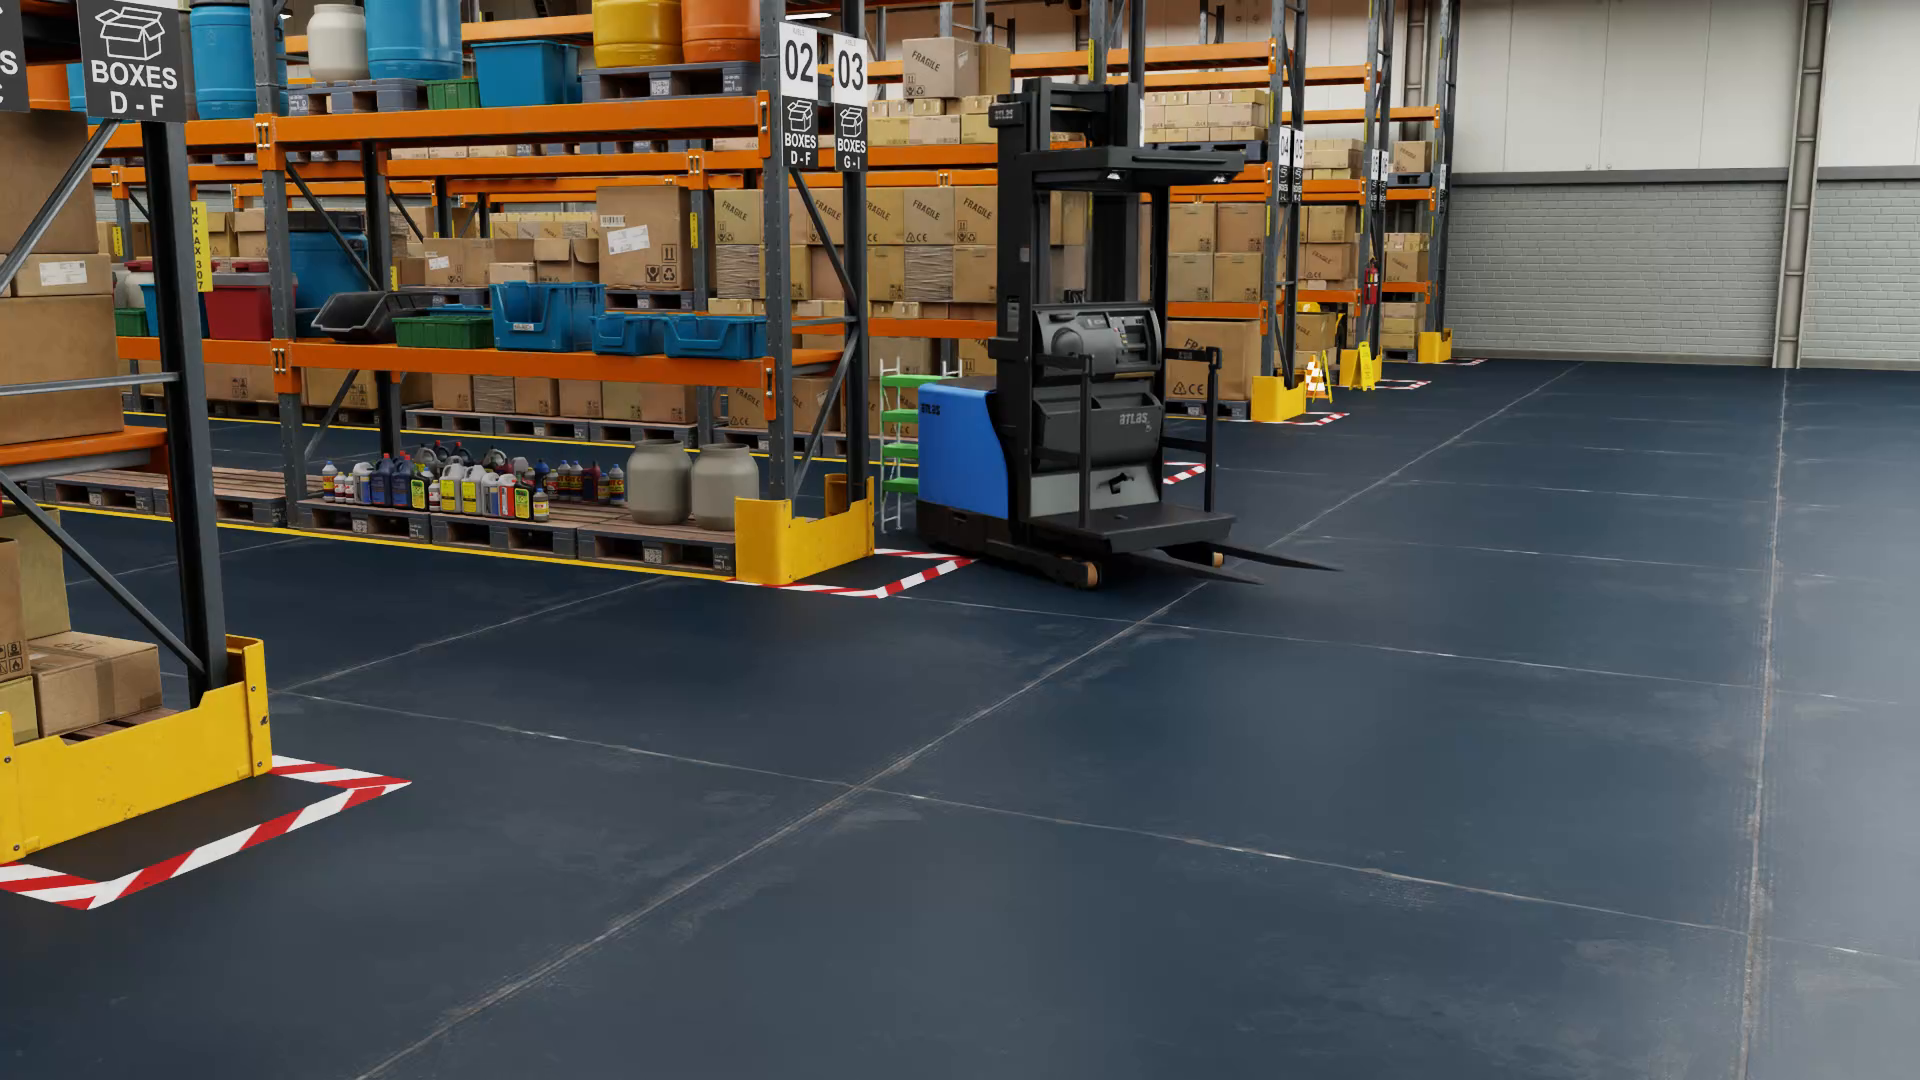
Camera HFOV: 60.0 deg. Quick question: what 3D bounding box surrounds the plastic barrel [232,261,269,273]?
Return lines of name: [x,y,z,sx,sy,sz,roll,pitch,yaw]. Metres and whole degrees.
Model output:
plastic barrel: [-5.202,-1.806,12.407,0.433,0.535,0.433,0,10,0]

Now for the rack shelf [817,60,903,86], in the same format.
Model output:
rack shelf: [-1.758,-5.763,20.949,4.000,0.370,1.077,5,11,26]

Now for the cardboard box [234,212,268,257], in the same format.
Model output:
cardboard box: [-7.672,-3.442,18.728,0.637,0.503,0.797,5,12,28]

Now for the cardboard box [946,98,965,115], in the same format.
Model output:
cardboard box: [0.073,-3.774,14.540,0.250,0.149,0.380,5,11,26]

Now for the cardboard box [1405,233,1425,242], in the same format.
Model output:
cardboard box: [7.501,-4.990,27.442,0.250,0.149,0.380,5,11,26]

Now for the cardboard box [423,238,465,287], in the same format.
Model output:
cardboard box: [-5.334,-2.955,17.675,0.500,0.500,0.500,4,11,19]

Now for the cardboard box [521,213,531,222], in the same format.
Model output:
cardboard box: [-7.478,-5.658,29.163,0.250,0.149,0.380,5,11,26]

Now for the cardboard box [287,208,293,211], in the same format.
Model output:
cardboard box: [-9.985,-4.721,24.969,0.500,0.500,0.500,5,12,27]

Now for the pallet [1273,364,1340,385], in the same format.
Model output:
pallet: [4.942,-2.391,23.850,1.213,0.211,1.003,5,11,26]

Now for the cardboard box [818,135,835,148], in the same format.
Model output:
cardboard box: [-1.041,-3.664,15.052,0.500,0.250,0.500,5,11,24]

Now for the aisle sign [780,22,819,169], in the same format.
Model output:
aisle sign: [-0.921,-2.540,9.542,0.004,0.787,0.394,5,11,26]

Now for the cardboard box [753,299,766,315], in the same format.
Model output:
cardboard box: [-1.735,-2.195,15.638,0.250,0.149,0.380,5,11,26]

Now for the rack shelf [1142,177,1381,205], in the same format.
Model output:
rack shelf: [3.929,-4.967,23.851,4.000,0.370,1.077,5,11,26]

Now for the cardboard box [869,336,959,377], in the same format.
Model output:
cardboard box: [-0.560,-2.339,20.866,0.750,0.750,1.050,5,11,26]

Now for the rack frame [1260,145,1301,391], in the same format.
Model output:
rack frame: [3.623,-2.889,18.771,0.127,3.000,1.000,5,11,26]

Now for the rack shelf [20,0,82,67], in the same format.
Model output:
rack shelf: [-4.842,-1.803,6.366,4.000,0.370,1.077,5,11,26]

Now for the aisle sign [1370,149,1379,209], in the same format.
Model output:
aisle sign: [5.650,-4.916,22.669,0.004,0.787,0.394,5,11,26]

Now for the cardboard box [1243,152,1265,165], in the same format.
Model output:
cardboard box: [4.227,-5.314,23.330,0.500,0.250,0.500,5,12,27]

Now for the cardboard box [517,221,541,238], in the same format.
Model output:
cardboard box: [-7.390,-5.327,29.155,0.500,0.500,0.500,5,11,25]

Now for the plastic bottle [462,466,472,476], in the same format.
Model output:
plastic bottle: [-3.307,-0.353,11.169,0.135,0.276,0.152,5,11,26]

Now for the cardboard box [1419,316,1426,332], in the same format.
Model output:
cardboard box: [7.586,-3.651,28.116,0.500,0.250,0.500,5,12,27]

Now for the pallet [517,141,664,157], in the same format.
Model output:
pallet: [-3.687,-3.951,16.741,1.003,0.211,1.213,5,11,26]

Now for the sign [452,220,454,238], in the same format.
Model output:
sign: [-5.605,-3.354,18.308,0.005,0.325,0.100,5,11,26]

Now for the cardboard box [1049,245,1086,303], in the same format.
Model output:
cardboard box: [0.857,-2.348,14.666,0.500,0.500,0.875,5,11,26]

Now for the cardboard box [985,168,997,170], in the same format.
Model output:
cardboard box: [0.639,-5.716,25.208,0.500,0.250,0.500,5,11,27]

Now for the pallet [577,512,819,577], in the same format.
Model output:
pallet: [-1.669,-0.005,10.666,1.213,0.211,1.003,5,11,26]

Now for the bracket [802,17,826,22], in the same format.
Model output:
bracket: [-2.856,-10.259,32.539,0.430,0.232,0.235,5,11,26]

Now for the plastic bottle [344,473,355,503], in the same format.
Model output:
plastic bottle: [-4.167,-0.357,11.405,0.097,0.201,0.097,0,10,0]

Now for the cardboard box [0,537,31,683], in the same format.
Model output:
cardboard box: [-3.661,0.260,5.810,0.500,0.500,0.500,5,11,26]

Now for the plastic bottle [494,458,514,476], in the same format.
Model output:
plastic bottle: [-3.177,-0.433,11.593,0.133,0.283,0.061,5,11,26]

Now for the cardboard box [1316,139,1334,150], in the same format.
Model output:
cardboard box: [5.075,-5.438,22.900,0.250,0.149,0.380,5,12,27]

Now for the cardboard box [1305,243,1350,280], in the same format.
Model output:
cardboard box: [5.114,-3.882,23.141,0.500,0.500,0.500,5,11,25]

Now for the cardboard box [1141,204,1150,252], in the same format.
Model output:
cardboard box: [2.331,-3.624,19.379,0.550,0.550,0.875,5,11,26]

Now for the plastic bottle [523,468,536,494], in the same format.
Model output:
plastic bottle: [-3.012,-0.405,11.667,0.097,0.201,0.097,0,10,0]

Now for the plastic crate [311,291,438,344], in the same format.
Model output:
plastic crate: [-4.028,-1.537,11.474,0.504,0.338,0.767,5,11,26]

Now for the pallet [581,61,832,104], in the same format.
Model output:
pallet: [-1.552,-2.778,10.264,1.213,0.211,1.003,5,11,26]

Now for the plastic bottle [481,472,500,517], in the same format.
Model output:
plastic bottle: [-3.033,-0.300,10.878,0.135,0.276,0.152,5,11,24]

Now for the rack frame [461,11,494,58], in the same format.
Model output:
rack frame: [-8.626,-7.901,29.615,0.127,3.000,1.000,5,11,26]

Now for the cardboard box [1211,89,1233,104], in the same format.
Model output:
cardboard box: [2.948,-4.882,18.366,0.250,0.149,0.380,5,11,26]

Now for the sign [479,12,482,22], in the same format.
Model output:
sign: [-6.898,-7.413,23.856,0.005,0.325,0.100,5,11,26]

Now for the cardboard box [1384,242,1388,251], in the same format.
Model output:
cardboard box: [7.033,-4.877,27.654,0.250,0.149,0.380,5,12,27]

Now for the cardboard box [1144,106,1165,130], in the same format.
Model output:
cardboard box: [2.163,-4.767,18.849,0.500,0.250,0.500,5,11,25]

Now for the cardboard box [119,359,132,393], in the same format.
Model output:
cardboard box: [-9.980,-2.276,20.173,0.875,0.875,0.875,5,11,26]

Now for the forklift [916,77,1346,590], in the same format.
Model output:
forklift: [0.968,-1.250,9.908,1.130,2.935,3.031,-7,12,-35]

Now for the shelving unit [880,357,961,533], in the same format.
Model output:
shelving unit: [-0.268,-0.636,11.378,0.503,1.200,0.258,5,12,28]

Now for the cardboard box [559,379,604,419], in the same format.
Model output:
cardboard box: [-3.712,-1.543,17.117,0.500,0.500,0.700,4,11,21]

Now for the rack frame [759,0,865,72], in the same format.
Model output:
rack frame: [-0.854,-4.266,9.533,0.127,3.000,1.000,5,11,26]

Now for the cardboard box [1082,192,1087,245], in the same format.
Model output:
cardboard box: [0.965,-2.879,14.794,0.500,0.500,0.500,5,11,26]

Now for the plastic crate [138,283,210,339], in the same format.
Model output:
plastic crate: [-5.568,-1.659,12.016,0.575,0.384,0.392,5,11,26]

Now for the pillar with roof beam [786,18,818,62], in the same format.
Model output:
pillar with roof beam: [-4.976,-7.890,29.555,0.548,9.000,9.100,5,11,26]

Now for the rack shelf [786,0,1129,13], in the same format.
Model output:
rack shelf: [-0.456,-4.859,14.839,4.000,0.370,1.077,5,11,26]

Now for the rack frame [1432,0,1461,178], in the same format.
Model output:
rack frame: [7.916,-7.433,27.031,0.127,3.000,1.000,5,11,26]

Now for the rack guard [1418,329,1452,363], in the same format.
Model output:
rack guard: [7.937,-3.249,27.777,0.348,0.500,1.175,5,11,26]

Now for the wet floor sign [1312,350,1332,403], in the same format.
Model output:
wet floor sign: [4.525,-2.045,20.715,0.232,0.644,0.267,3,11,16]

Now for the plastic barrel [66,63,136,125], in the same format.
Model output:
plastic barrel: [-6.166,-3.460,12.097,0.708,0.901,0.600,5,11,26]

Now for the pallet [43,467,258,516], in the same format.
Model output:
pallet: [-6.260,-0.409,12.895,1.213,0.211,1.003,5,11,26]

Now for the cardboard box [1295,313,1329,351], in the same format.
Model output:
cardboard box: [4.889,-2.932,23.443,0.500,0.500,0.500,5,11,26]

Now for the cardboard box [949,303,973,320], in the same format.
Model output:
cardboard box: [0.097,-2.051,14.843,0.250,0.149,0.380,5,11,26]
